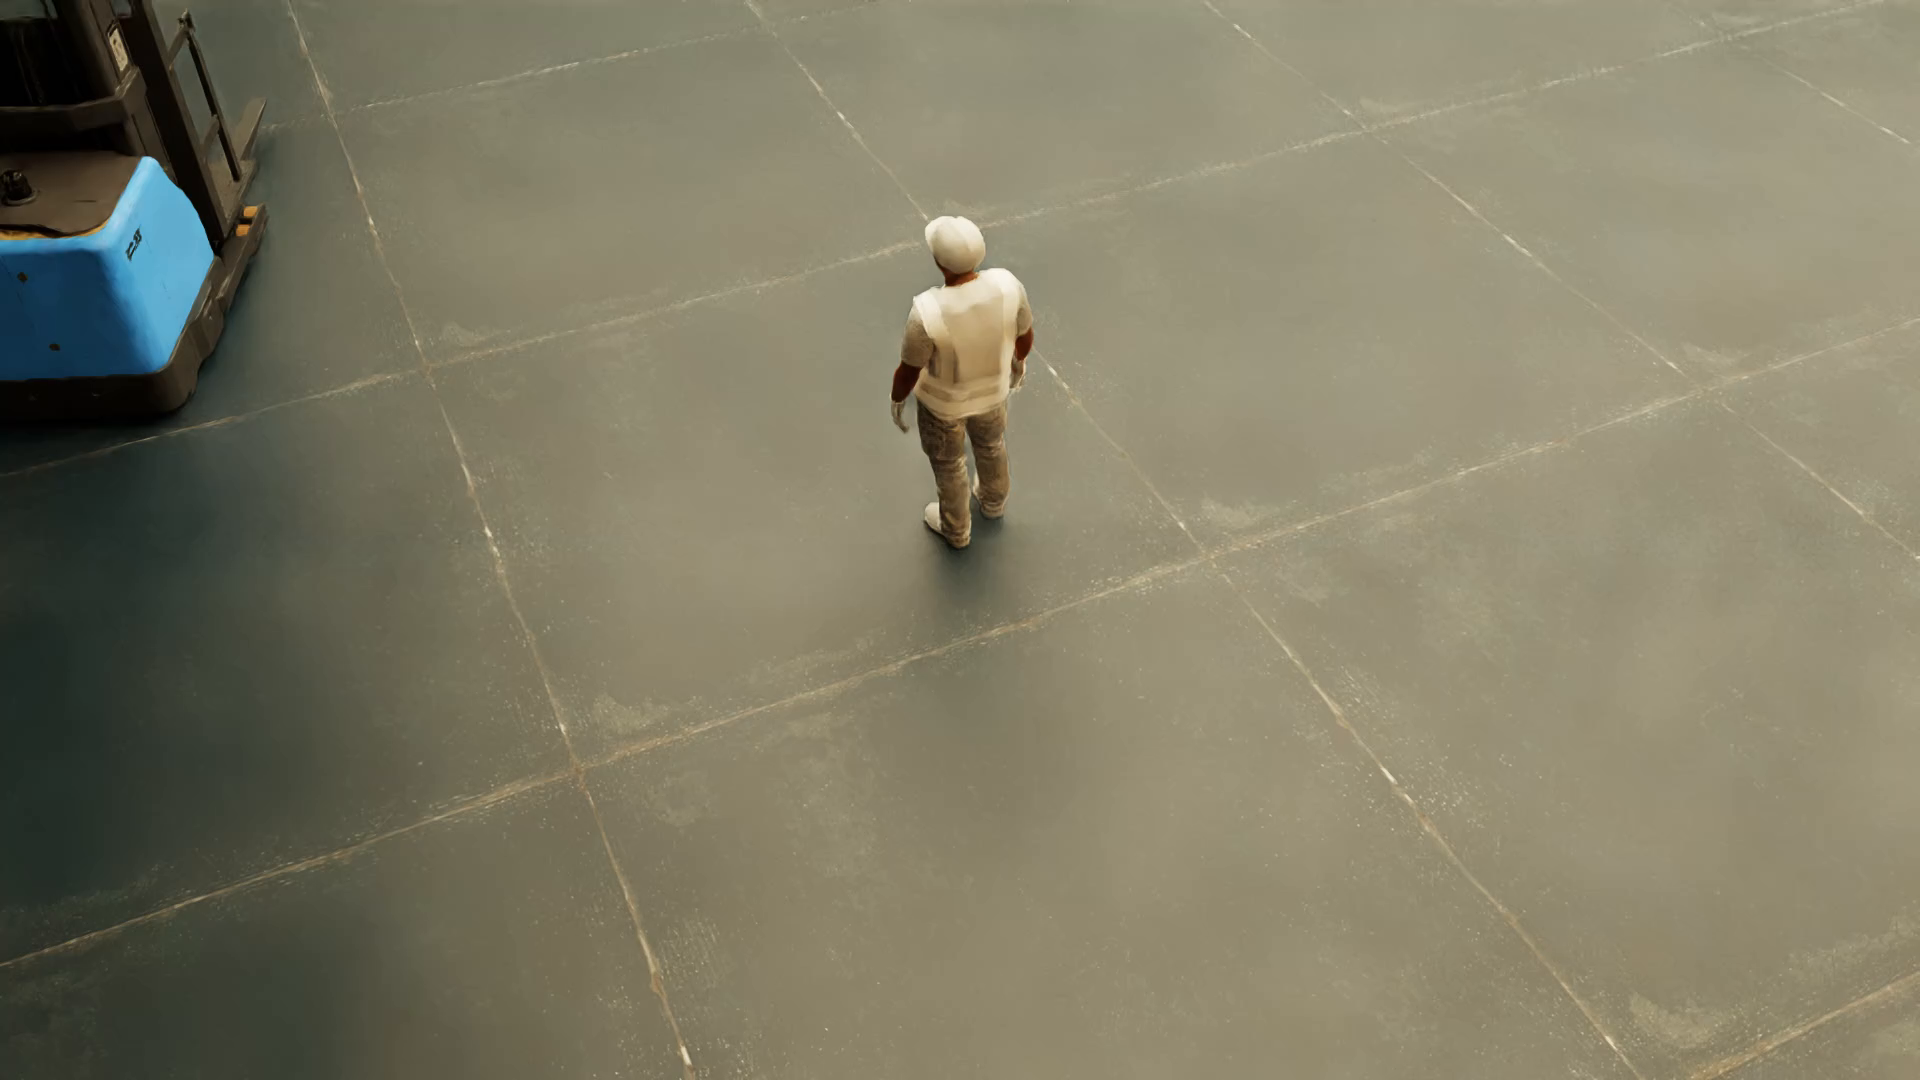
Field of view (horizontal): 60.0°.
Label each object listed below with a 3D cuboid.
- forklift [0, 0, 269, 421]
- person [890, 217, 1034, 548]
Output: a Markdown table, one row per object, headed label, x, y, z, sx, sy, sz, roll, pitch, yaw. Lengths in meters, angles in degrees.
| label | x | y | z | sx | sy | sz | roll | pitch | yaw |
| --- | --- | --- | --- | --- | --- | --- | --- | --- | --- |
| forklift | -4.596 | -2.666 | 8.537 | 1.130 | 2.935 | 3.031 | -3 | 43 | -4 |
| person | -0.023 | -0.704 | 7.266 | 0.655 | 1.782 | 0.576 | -18 | 46 | -18 |
